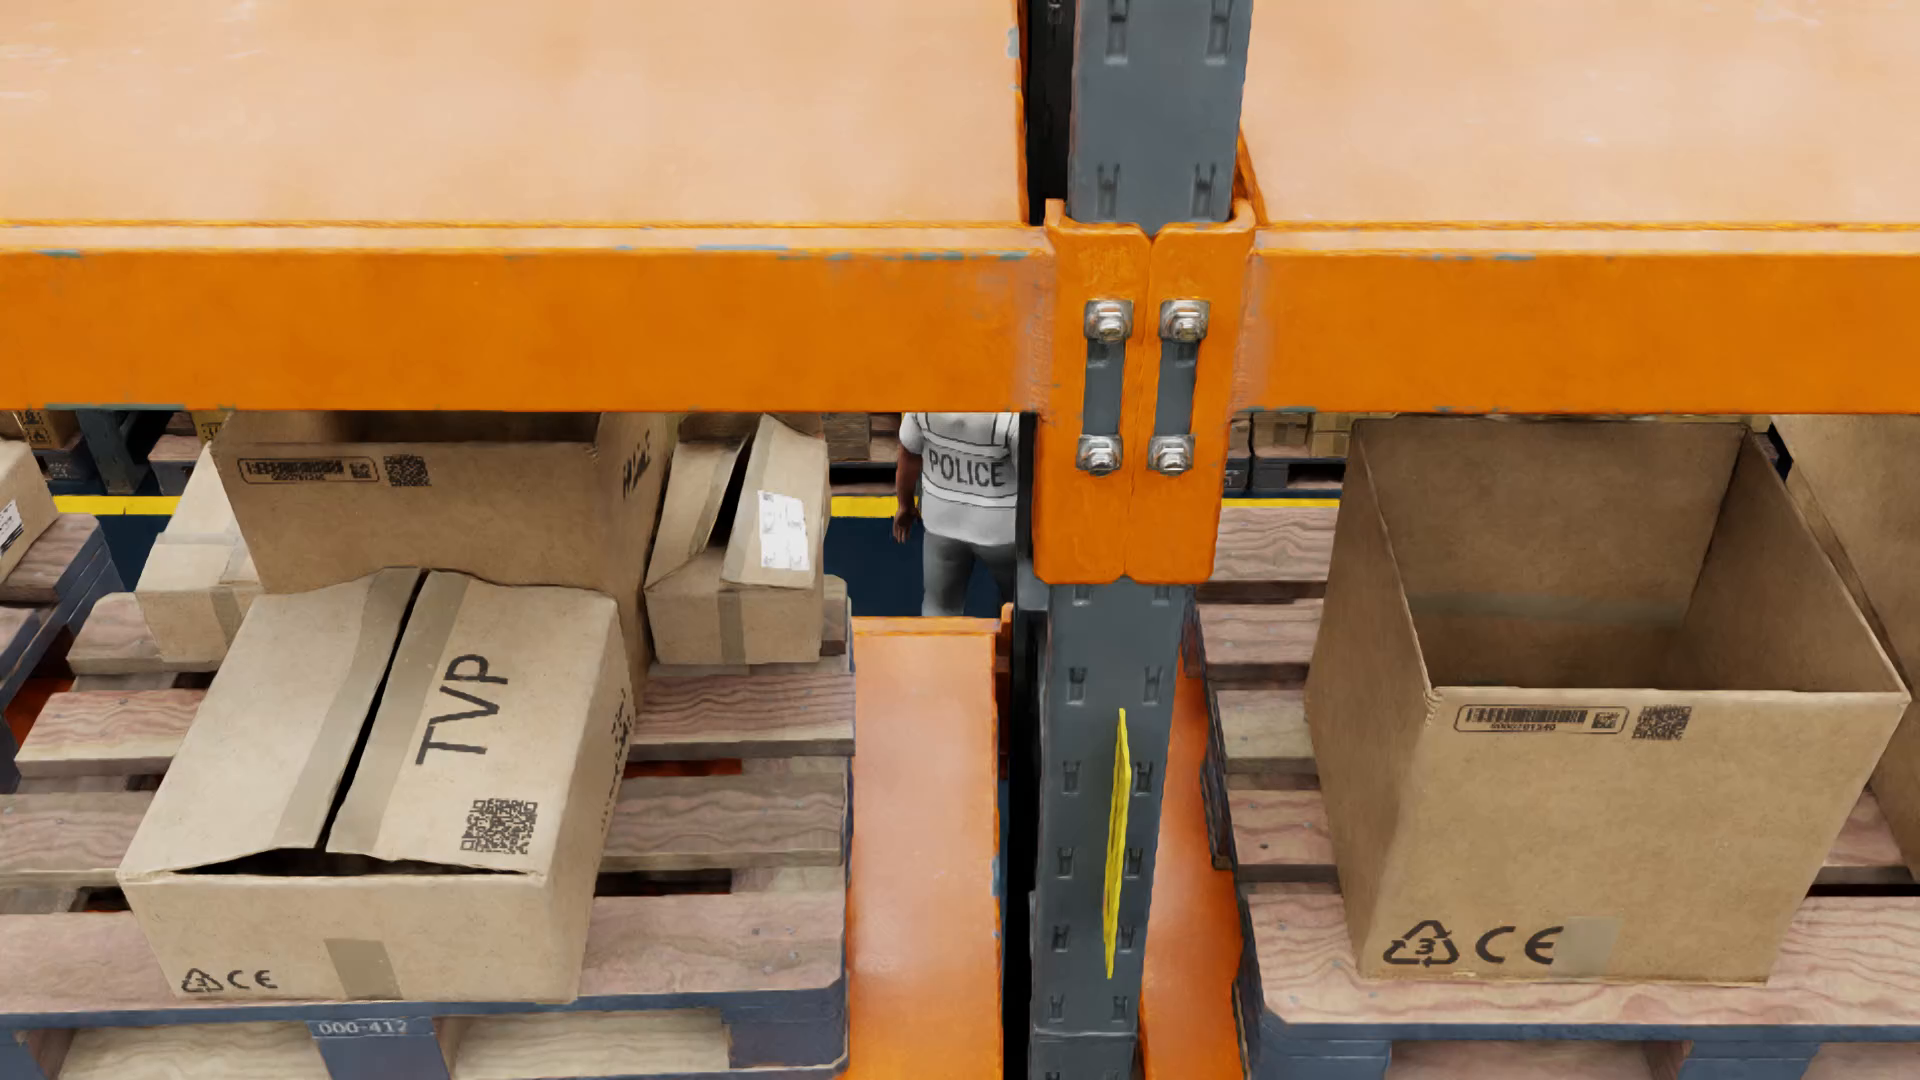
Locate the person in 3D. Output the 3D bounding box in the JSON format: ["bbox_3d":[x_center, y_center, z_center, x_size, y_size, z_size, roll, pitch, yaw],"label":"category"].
[{"bbox_3d":[0.126,-0.129,6.270,0.742,1.754,0.630,11,41,13],"label":"person"}]
